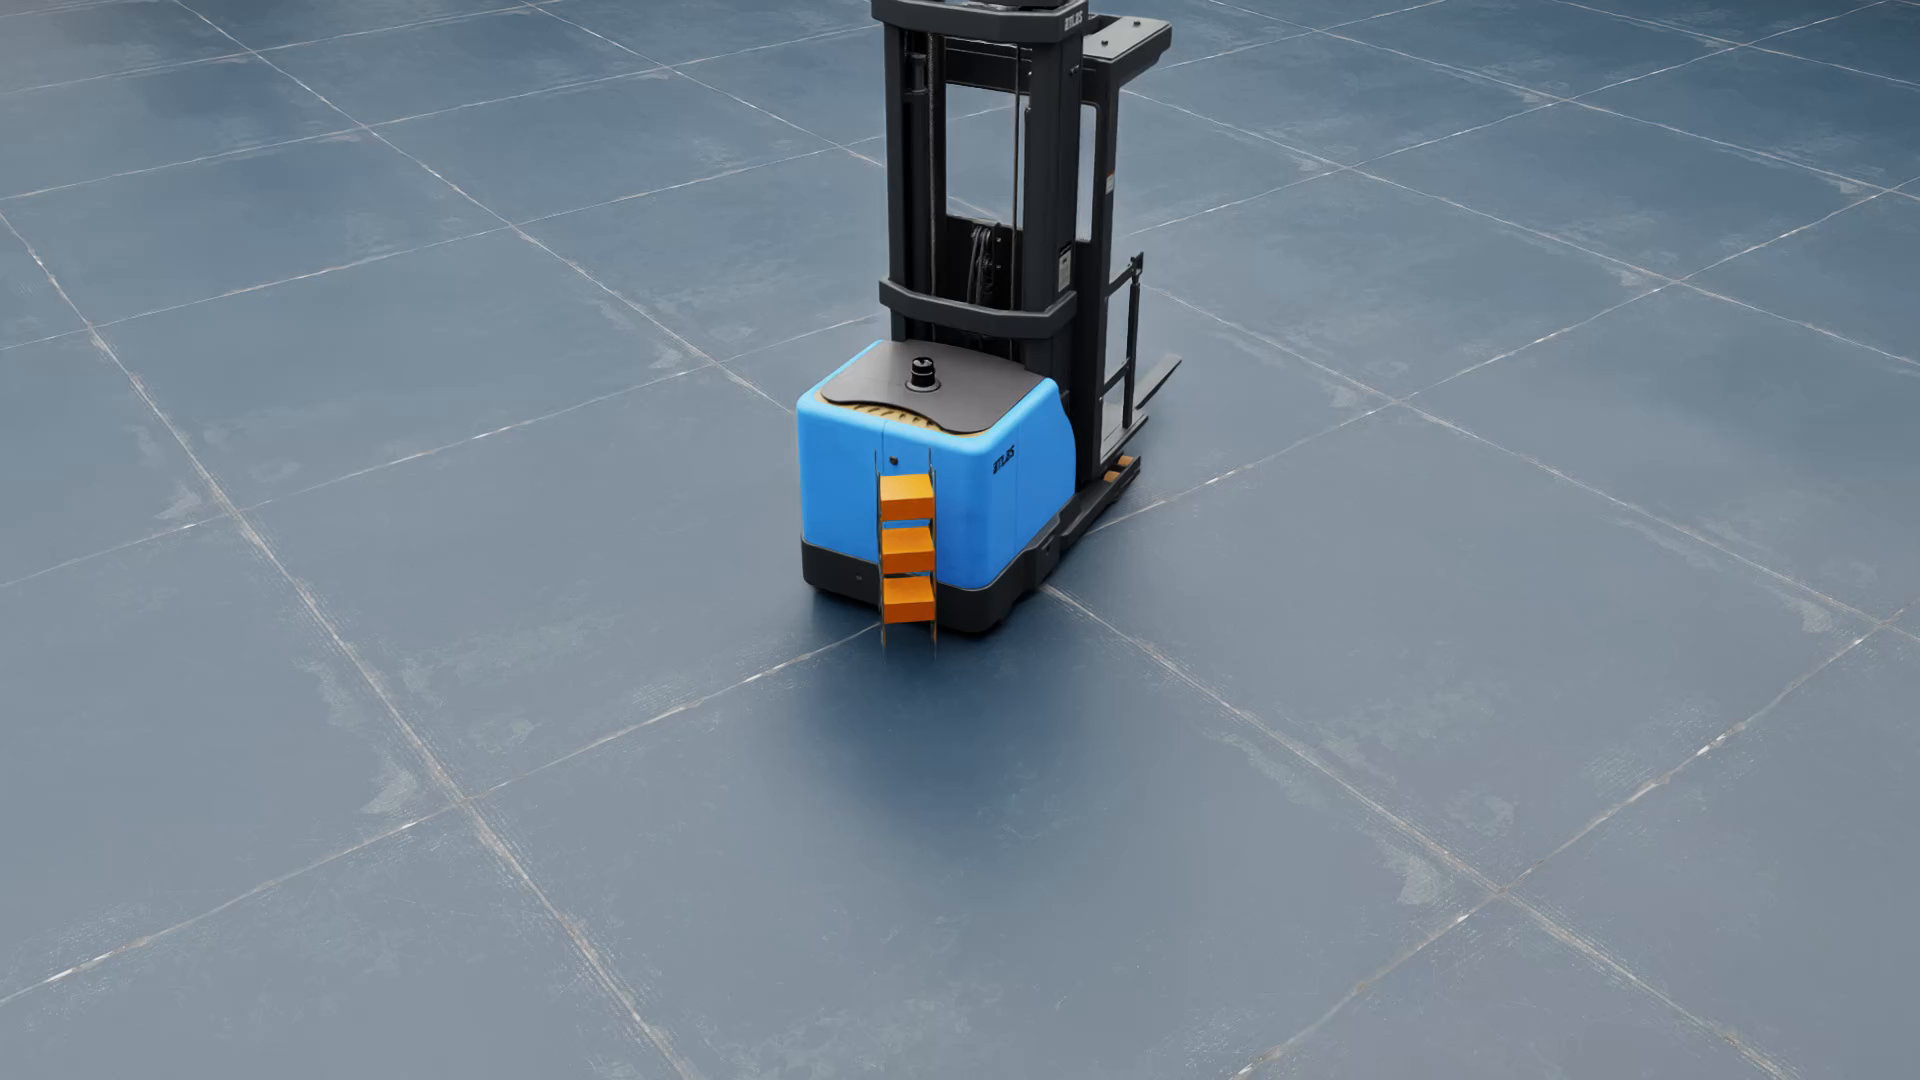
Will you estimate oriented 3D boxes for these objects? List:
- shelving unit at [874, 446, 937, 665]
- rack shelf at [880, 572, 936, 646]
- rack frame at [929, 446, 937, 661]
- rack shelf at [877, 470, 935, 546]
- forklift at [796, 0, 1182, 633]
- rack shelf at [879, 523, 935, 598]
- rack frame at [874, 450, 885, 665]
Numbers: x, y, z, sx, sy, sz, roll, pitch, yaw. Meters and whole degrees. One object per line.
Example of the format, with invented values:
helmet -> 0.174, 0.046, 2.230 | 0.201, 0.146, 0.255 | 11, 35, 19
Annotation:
shelving unit -> -0.245, 0.084, 7.614 | 0.252, 1.050, 0.215 | -4, 34, -6
rack shelf -> -0.246, 0.325, 7.773 | 0.240, 0.259, 0.215 | -4, 34, -6
rack frame -> -0.124, 0.075, 7.627 | 0.008, 1.050, 0.200 | -4, 34, -6
rack shelf -> -0.244, -0.144, 7.464 | 0.240, 0.259, 0.215 | -4, 34, -6
forklift -> 0.350, -1.558, 8.481 | 1.130, 2.935, 3.031 | 16, 35, 23
rack shelf -> -0.245, 0.093, 7.620 | 0.240, 0.259, 0.215 | -4, 34, -6
rack frame -> -0.366, 0.092, 7.601 | 0.008, 1.050, 0.200 | -4, 34, -6
